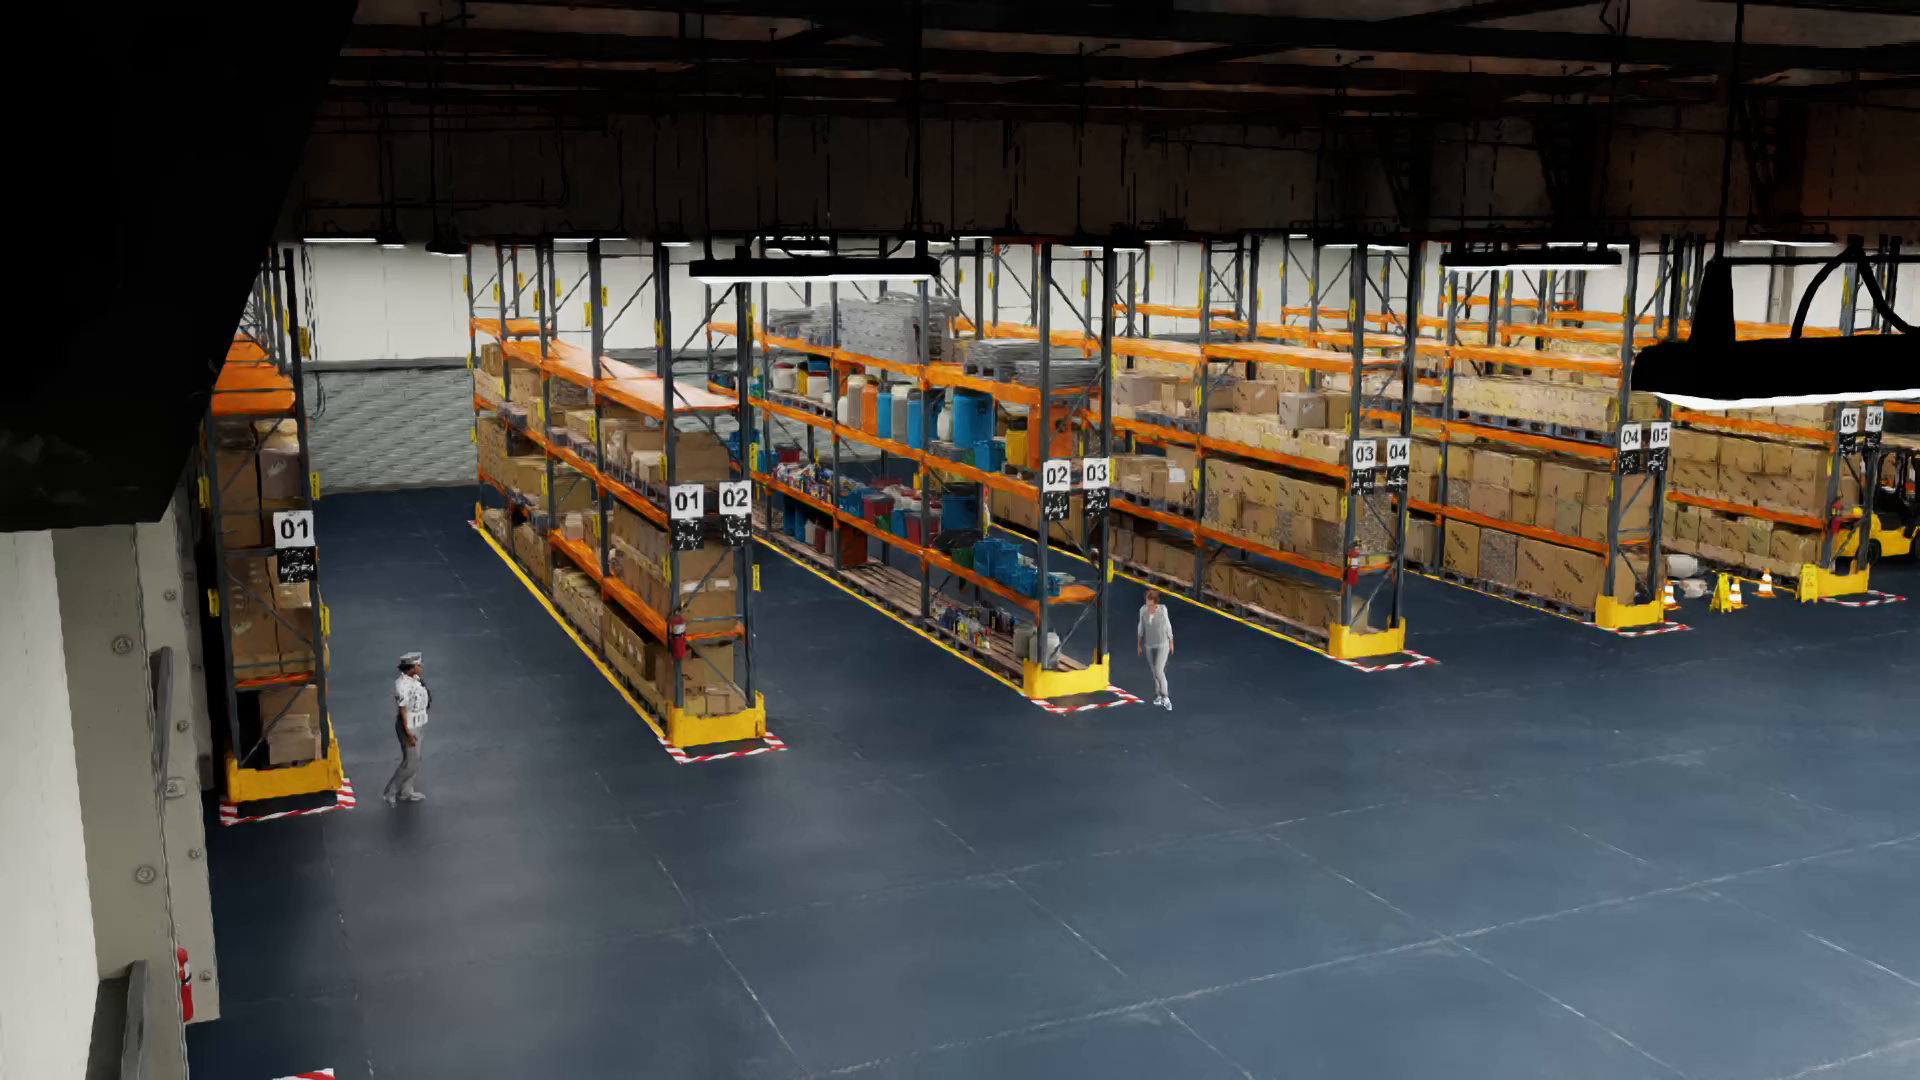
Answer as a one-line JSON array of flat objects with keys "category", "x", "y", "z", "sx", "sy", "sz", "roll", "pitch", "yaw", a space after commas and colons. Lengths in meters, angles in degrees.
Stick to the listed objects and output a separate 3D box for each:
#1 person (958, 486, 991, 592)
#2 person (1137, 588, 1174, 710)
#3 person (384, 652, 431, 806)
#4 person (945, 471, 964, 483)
[{"category": "person", "x": 0.360, "y": -0.014, "z": 27.046, "sx": 0.794, "sy": 1.759, "sz": 0.591, "roll": 8, "pitch": 13, "yaw": 35}, {"category": "person", "x": 2.590, "y": 1.387, "z": 21.743, "sx": 0.532, "sy": 1.582, "sz": 0.460, "roll": 7, "pitch": 13, "yaw": 30}, {"category": "person", "x": -6.048, "y": 2.061, "z": 18.108, "sx": 0.459, "sy": 1.655, "sz": 0.628, "roll": 1, "pitch": 11, "yaw": 3}, {"category": "person", "x": -0.074, "y": -0.968, "z": 33.829, "sx": 0.448, "sy": 1.588, "sz": 1.094, "roll": -4, "pitch": 12, "yaw": -21}]
